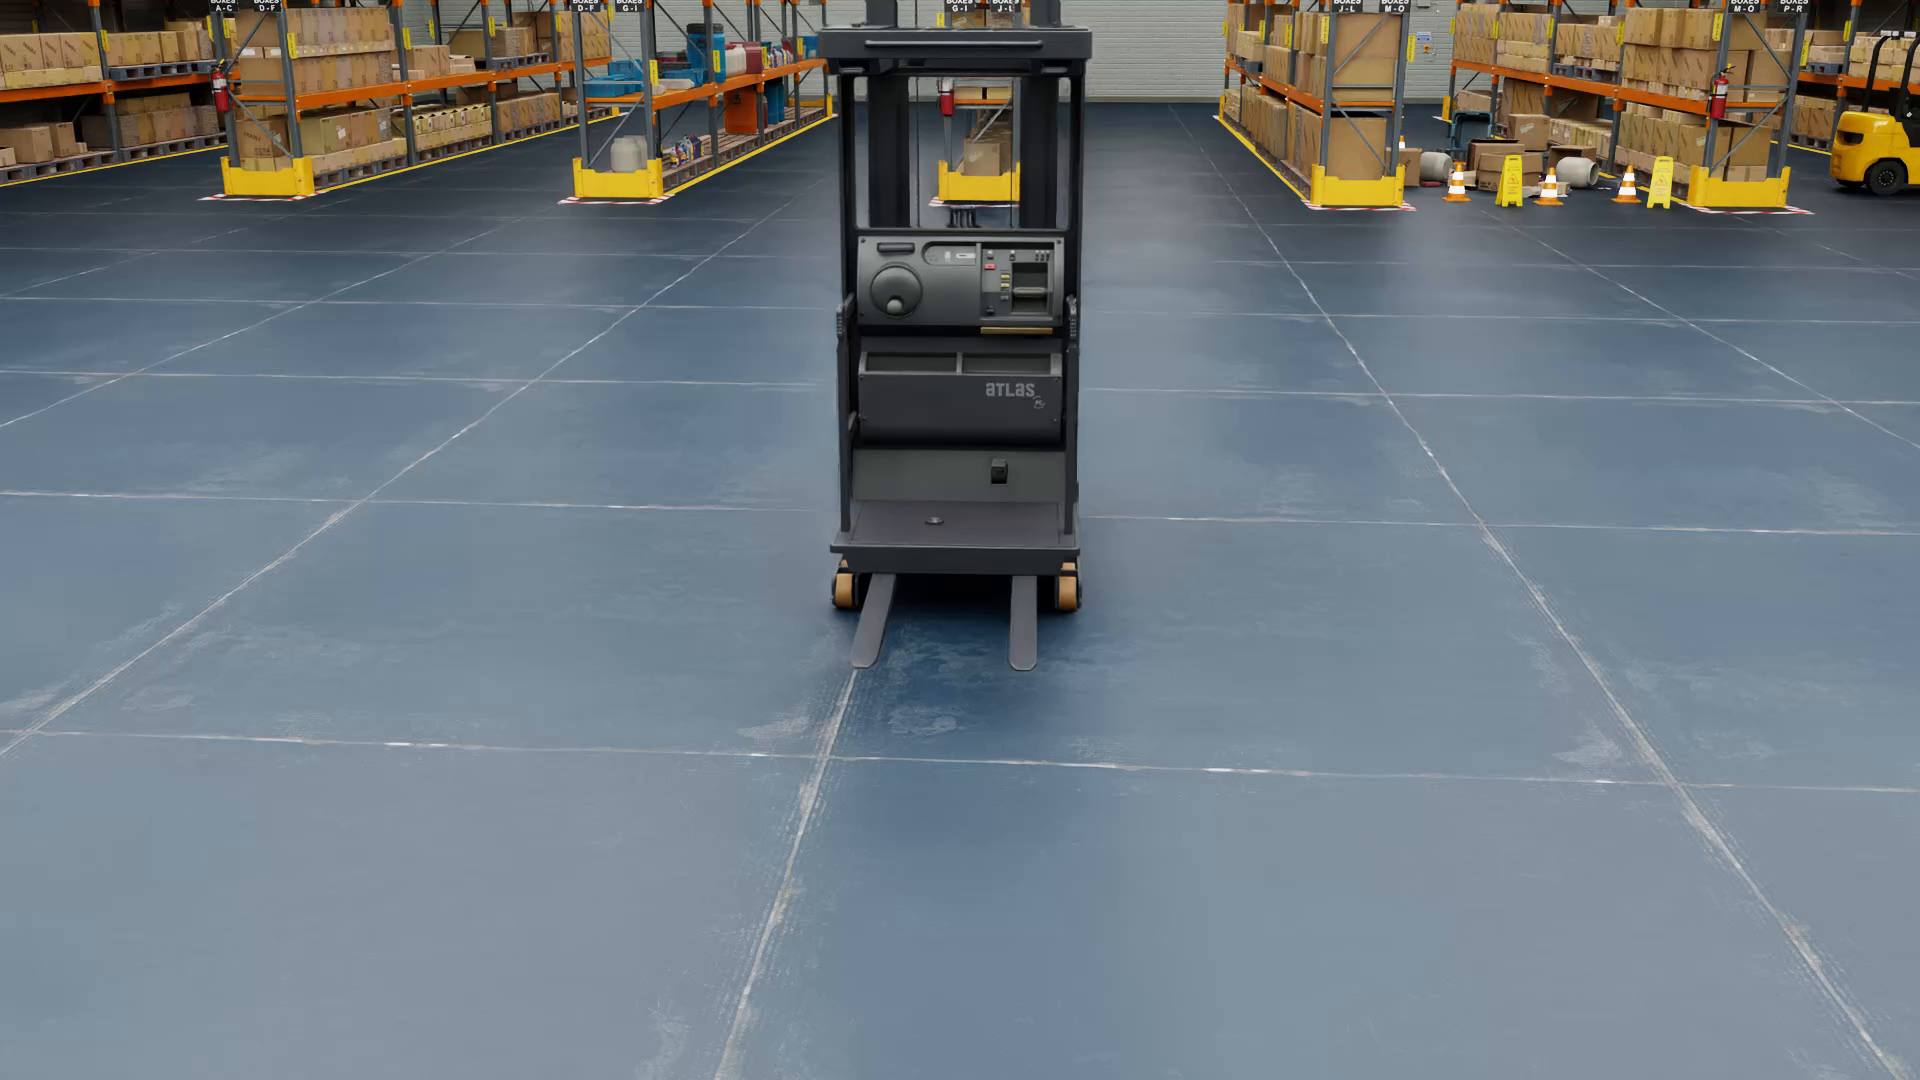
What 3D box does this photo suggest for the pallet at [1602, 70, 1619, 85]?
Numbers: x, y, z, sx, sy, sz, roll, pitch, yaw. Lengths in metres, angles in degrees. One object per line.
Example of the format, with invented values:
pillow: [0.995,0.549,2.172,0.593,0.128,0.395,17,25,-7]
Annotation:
pallet: [10.669,-7.186,25.845,1.003,0.211,1.213,1,18,4]

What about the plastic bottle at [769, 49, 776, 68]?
plastic bottle: [-3.601,-9.201,31.766,0.144,0.351,0.185,1,18,4]

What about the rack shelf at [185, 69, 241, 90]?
rack shelf: [-13.807,-9.118,32.587,1.077,0.370,4.000,1,18,4]

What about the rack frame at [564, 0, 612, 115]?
rack frame: [-8.436,-11.214,37.828,1.000,3.000,0.127,1,18,4]

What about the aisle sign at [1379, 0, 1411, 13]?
aisle sign: [5.532,-7.087,21.058,0.394,0.787,0.004,1,18,4]

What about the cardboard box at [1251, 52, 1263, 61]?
cardboard box: [5.388,-8.608,29.606,0.380,0.149,0.250,2,18,5]

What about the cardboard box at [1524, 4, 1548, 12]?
cardboard box: [11.324,-10.451,32.693,0.380,0.149,0.250,1,18,3]

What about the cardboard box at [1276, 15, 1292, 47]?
cardboard box: [5.734,-8.591,28.058,0.700,0.500,0.500,1,18,3]

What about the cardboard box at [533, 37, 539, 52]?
cardboard box: [-8.943,-10.180,34.513,0.500,0.500,0.500,2,18,5]

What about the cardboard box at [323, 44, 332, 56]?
cardboard box: [-9.267,-7.038,23.882,0.380,0.149,0.250,1,18,2]

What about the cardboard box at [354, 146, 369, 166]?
cardboard box: [-9.213,-5.765,24.940,0.500,0.250,0.500,1,18,4]

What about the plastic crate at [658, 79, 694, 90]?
plastic crate: [-4.219,-6.740,24.598,0.530,0.136,0.437,1,18,4]

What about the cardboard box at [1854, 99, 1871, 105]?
cardboard box: [16.101,-7.733,29.503,0.380,0.149,0.250,2,18,6]

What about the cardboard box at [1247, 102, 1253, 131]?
cardboard box: [5.660,-7.912,31.093,0.500,0.500,0.500,0,18,1]

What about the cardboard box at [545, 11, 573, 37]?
cardboard box: [-8.372,-10.794,34.782,0.500,0.500,0.500,1,18,2]

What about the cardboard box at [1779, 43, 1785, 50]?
cardboard box: [15.511,-9.131,31.013,0.396,0.266,0.258,2,18,7]

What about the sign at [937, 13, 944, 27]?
sign: [-0.254,-6.741,21.812,0.100,0.325,0.005,1,18,4]

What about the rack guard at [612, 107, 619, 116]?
rack guard: [-8.441,-10.002,38.145,1.175,0.500,0.348,1,18,4]

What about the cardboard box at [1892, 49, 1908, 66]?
cardboard box: [15.327,-7.733,26.644,0.500,0.250,0.500,2,18,5]

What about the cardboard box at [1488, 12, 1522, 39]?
cardboard box: [10.801,-10.203,32.978,0.500,0.500,0.500,1,18,3]

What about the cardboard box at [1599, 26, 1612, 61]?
cardboard box: [10.307,-7.734,25.897,0.500,0.500,0.500,1,18,4]

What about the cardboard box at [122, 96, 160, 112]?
cardboard box: [-14.139,-7.501,28.602,0.500,0.250,0.500,1,18,2]

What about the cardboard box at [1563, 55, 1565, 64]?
cardboard box: [10.493,-8.182,28.305,0.380,0.149,0.250,0,18,1]

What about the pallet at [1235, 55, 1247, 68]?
pallet: [5.898,-9.282,32.240,1.003,0.211,1.213,1,18,4]

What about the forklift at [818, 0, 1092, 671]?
forklift: [-0.005,-1.170,7.288,1.130,2.935,3.031,1,18,2]

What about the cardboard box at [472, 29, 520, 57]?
cardboard box: [-8.821,-9.454,31.623,0.700,0.500,0.500,5,19,14]

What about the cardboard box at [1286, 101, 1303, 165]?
cardboard box: [5.410,-6.118,25.016,0.875,0.875,0.875,2,18,5]

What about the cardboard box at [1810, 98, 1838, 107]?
cardboard box: [15.605,-7.902,30.020,0.380,0.149,0.250,2,18,6]

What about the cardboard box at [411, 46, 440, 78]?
cardboard box: [-9.151,-8.092,28.139,0.500,0.500,0.500,1,18,4]

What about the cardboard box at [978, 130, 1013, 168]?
cardboard box: [0.516,-5.780,24.586,0.500,0.500,0.500,0,18,-1]

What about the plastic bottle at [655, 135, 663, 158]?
plastic bottle: [-4.684,-6.081,25.710,0.144,0.351,0.185,1,18,4]

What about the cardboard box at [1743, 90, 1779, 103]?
cardboard box: [10.413,-5.782,21.656,0.380,0.149,0.250,1,18,4]

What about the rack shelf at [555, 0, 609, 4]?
rack shelf: [-8.579,-11.676,35.577,1.077,0.370,4.000,1,18,4]

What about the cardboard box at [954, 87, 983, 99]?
cardboard box: [0.112,-5.996,22.308,0.380,0.149,0.250,1,18,4]

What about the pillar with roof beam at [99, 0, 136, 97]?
pillar with roof beam: [-10.613,-11.209,28.179,9.100,9.000,0.400,1,18,4]

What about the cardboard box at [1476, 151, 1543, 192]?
cardboard box: [7.783,-5.217,23.535,0.797,0.503,0.637,-13,22,-34]

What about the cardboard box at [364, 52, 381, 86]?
cardboard box: [-9.353,-7.232,25.517,0.700,0.500,0.500,1,18,3]

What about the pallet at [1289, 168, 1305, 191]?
pallet: [5.307,-5.183,23.901,1.003,0.211,1.213,1,18,4]

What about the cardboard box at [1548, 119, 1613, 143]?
cardboard box: [10.705,-7.061,28.701,0.950,0.372,0.625,0,18,0]

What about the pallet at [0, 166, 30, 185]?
pallet: [-14.425,-5.304,24.270,1.003,0.211,1.213,1,18,4]

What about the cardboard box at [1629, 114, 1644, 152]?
cardboard box: [10.131,-5.949,24.297,0.500,0.500,0.500,2,18,6]

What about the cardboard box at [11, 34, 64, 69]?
cardboard box: [-14.040,-7.426,25.272,0.500,0.500,0.500,1,18,2]

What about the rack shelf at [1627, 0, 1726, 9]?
rack shelf: [10.326,-7.506,22.850,1.077,0.370,4.000,1,18,4]

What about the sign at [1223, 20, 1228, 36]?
sign: [5.843,-11.273,36.618,0.100,0.325,0.005,1,18,4]

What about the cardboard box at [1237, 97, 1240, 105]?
cardboard box: [5.843,-8.931,33.810,0.380,0.149,0.250,2,18,5]

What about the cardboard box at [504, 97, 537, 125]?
cardboard box: [-8.586,-8.366,32.445,0.500,0.500,0.500,1,18,2]

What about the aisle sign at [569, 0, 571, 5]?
aisle sign: [-8.724,-12.477,37.508,0.394,0.787,0.004,1,18,4]

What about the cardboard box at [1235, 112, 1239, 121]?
cardboard box: [5.786,-8.581,33.698,0.380,0.149,0.250,2,18,5]

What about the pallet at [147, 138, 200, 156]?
pallet: [-14.098,-6.893,29.120,1.003,0.211,1.213,1,18,4]

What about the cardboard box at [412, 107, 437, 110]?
cardboard box: [-9.408,-7.411,29.063,0.500,0.311,0.500,1,18,2]

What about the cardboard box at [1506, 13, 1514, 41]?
cardboard box: [10.715,-9.762,31.630,0.500,0.500,0.500,1,18,4]

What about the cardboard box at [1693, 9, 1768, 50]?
cardboard box: [10.001,-6.628,21.591,0.700,0.500,0.500,1,18,3]

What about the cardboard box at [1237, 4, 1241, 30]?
cardboard box: [5.894,-10.584,33.661,0.500,0.500,0.500,1,18,2]

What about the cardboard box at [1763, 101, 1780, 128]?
cardboard box: [15.706,-8.119,31.724,0.500,0.500,0.500,1,18,3]
